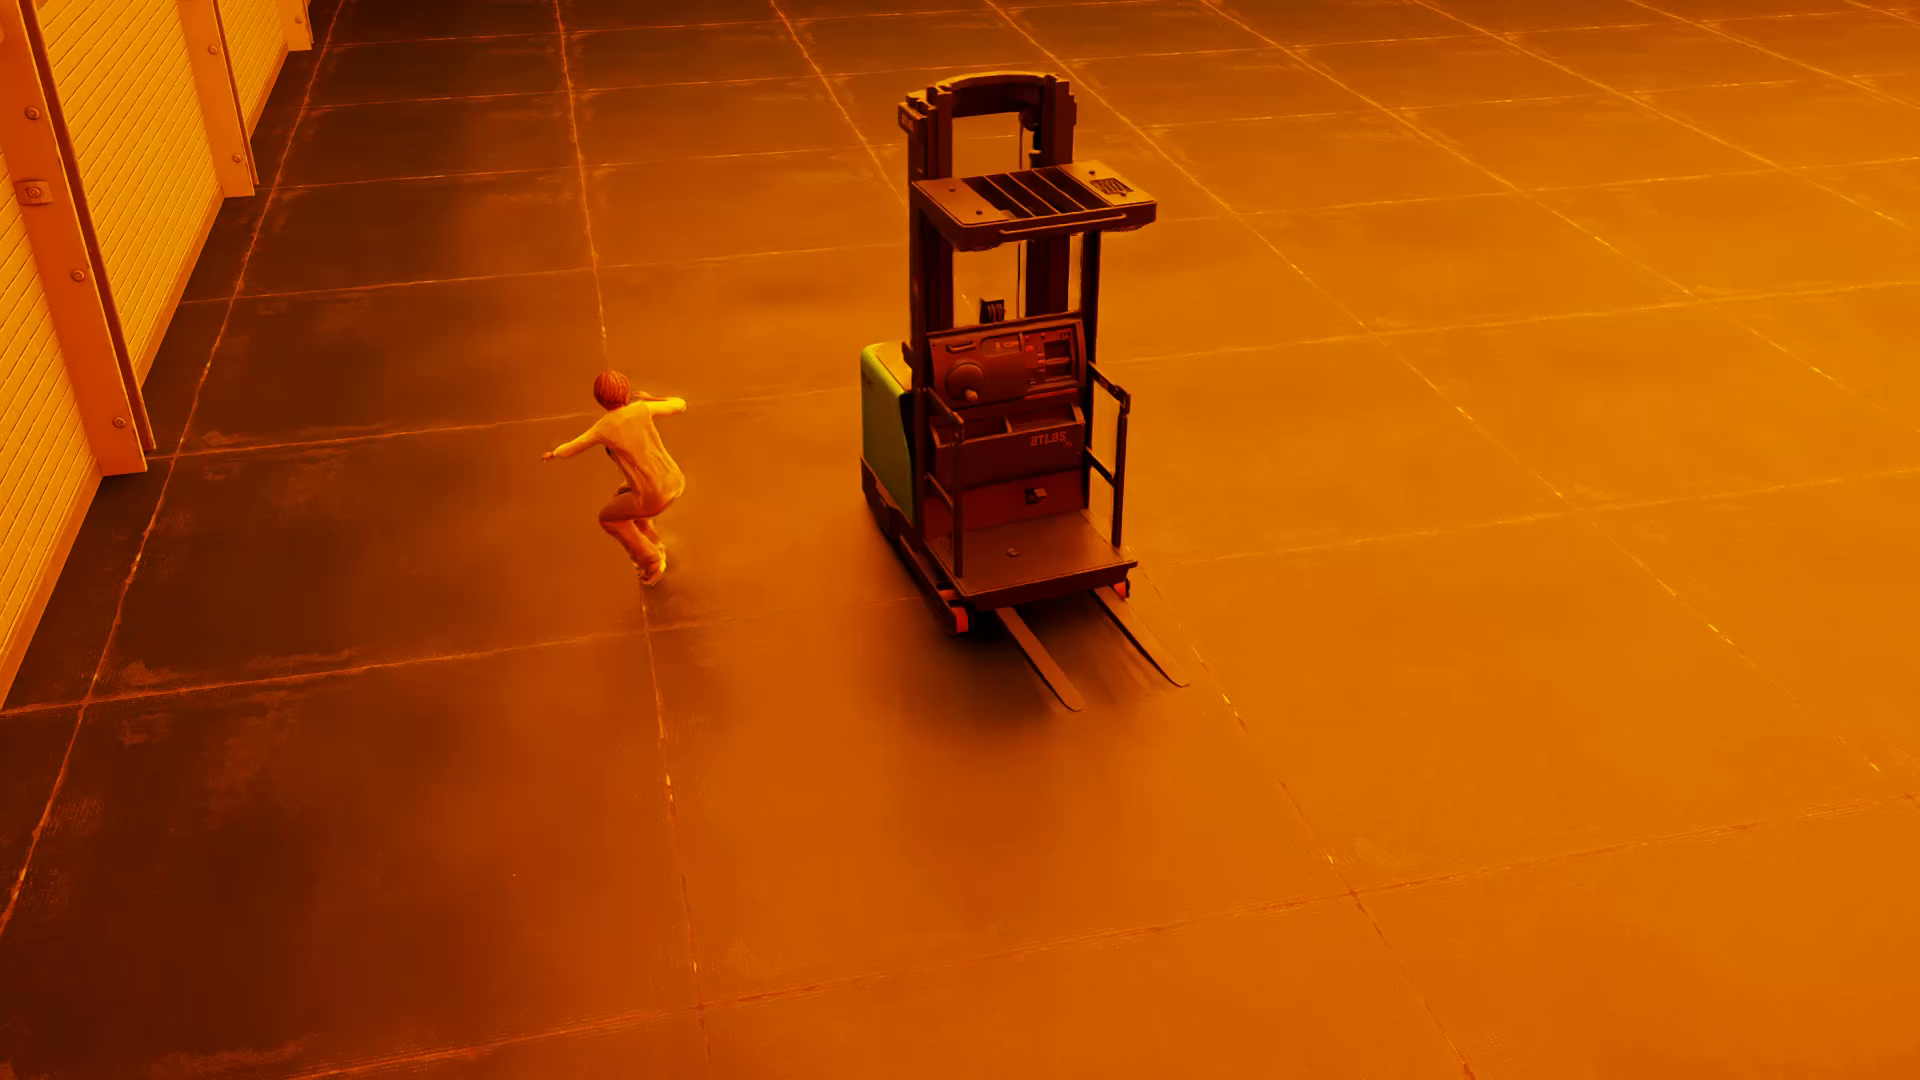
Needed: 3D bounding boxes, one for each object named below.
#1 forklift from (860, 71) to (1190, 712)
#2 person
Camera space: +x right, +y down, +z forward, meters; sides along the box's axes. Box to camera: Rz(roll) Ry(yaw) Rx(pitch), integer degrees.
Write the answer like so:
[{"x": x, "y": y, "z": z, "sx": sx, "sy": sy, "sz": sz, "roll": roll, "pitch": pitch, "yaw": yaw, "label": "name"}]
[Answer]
[{"x": 0.354, "y": -0.964, "z": 9.239, "sx": 1.130, "sy": 2.935, "sz": 3.031, "roll": -11, "pitch": 32, "yaw": -18, "label": "forklift"}, {"x": -2.004, "y": -0.421, "z": 9.910, "sx": 0.882, "sy": 1.326, "sz": 0.680, "roll": 21, "pitch": 36, "yaw": 31, "label": "person"}]
